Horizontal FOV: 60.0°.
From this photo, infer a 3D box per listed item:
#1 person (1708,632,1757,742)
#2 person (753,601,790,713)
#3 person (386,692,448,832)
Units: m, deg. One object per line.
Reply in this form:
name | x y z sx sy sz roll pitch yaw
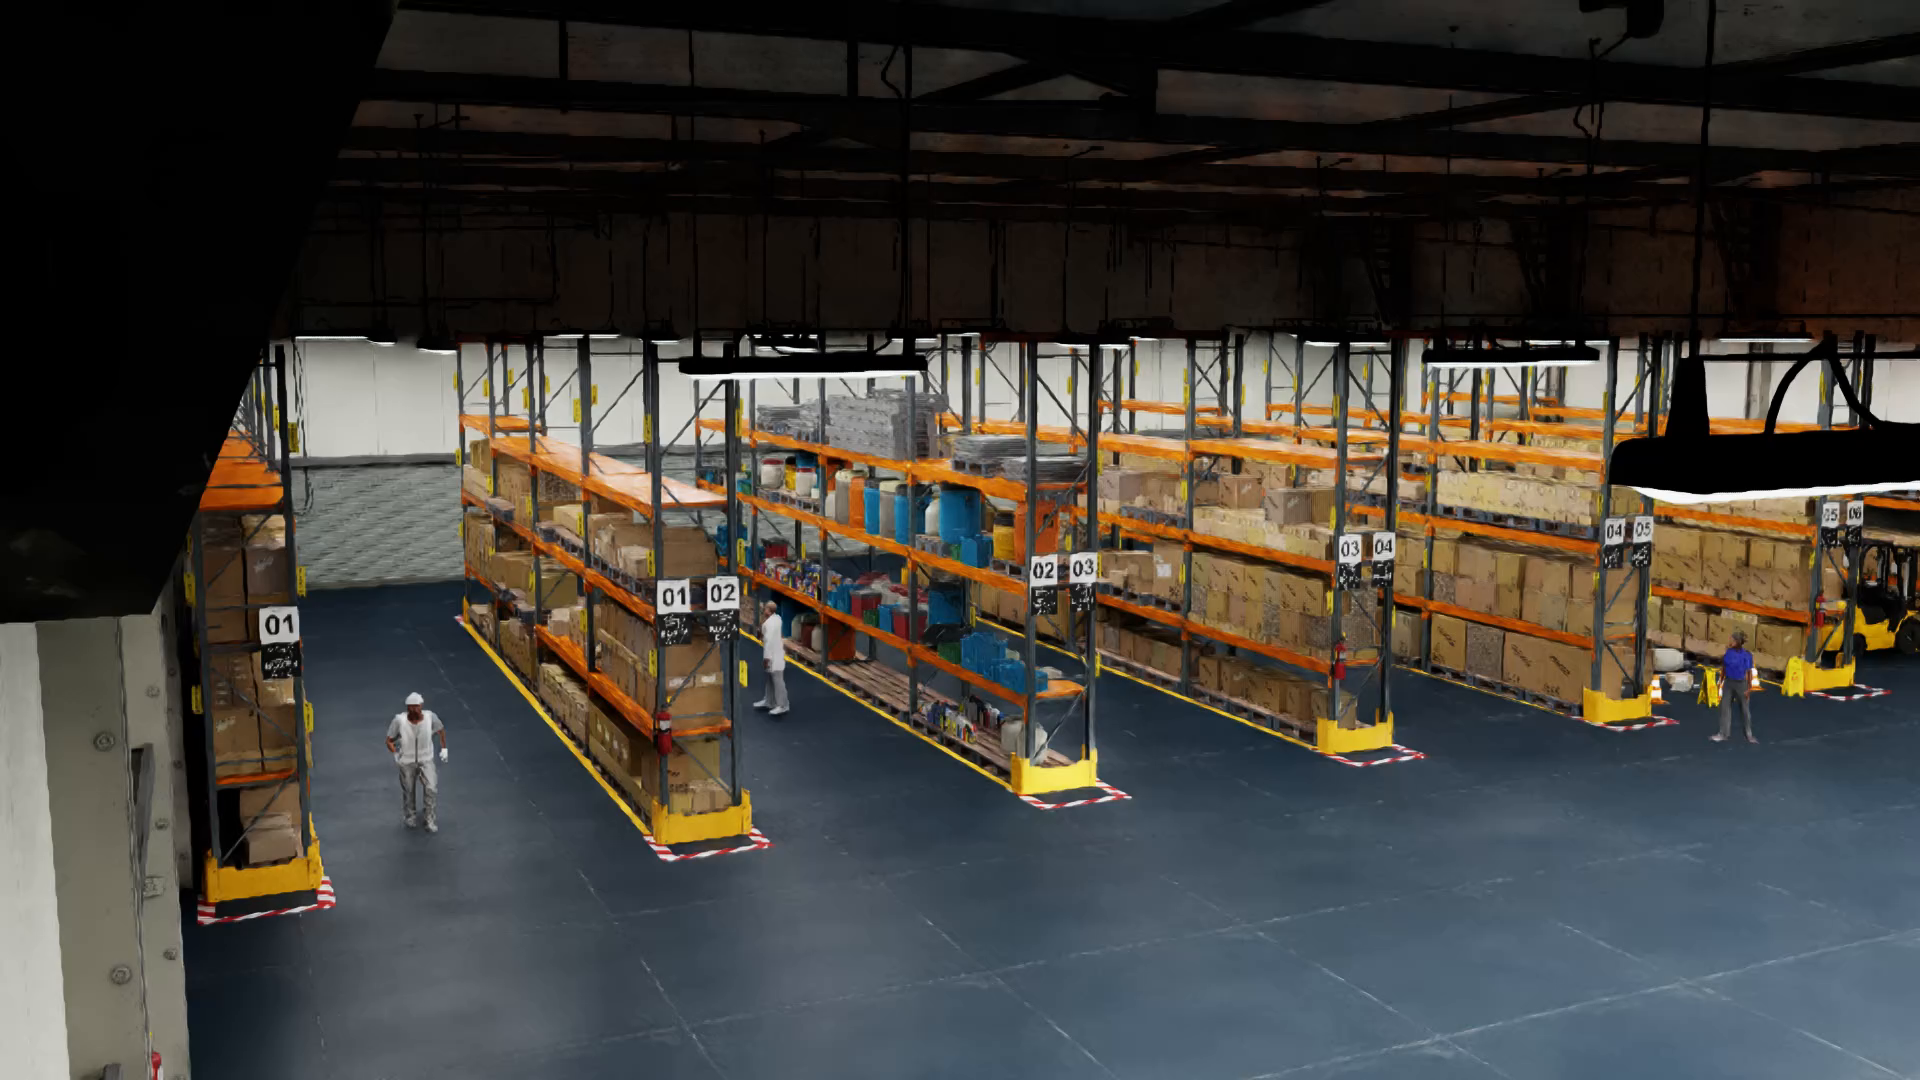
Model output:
person | 11.579 2.184 24.756 0.512 1.655 0.589 -6 10 -36
person | -3.039 1.848 26.646 0.636 1.775 0.675 0 8 3
person | -6.678 2.719 20.506 0.730 1.744 0.686 -3 8 -20
